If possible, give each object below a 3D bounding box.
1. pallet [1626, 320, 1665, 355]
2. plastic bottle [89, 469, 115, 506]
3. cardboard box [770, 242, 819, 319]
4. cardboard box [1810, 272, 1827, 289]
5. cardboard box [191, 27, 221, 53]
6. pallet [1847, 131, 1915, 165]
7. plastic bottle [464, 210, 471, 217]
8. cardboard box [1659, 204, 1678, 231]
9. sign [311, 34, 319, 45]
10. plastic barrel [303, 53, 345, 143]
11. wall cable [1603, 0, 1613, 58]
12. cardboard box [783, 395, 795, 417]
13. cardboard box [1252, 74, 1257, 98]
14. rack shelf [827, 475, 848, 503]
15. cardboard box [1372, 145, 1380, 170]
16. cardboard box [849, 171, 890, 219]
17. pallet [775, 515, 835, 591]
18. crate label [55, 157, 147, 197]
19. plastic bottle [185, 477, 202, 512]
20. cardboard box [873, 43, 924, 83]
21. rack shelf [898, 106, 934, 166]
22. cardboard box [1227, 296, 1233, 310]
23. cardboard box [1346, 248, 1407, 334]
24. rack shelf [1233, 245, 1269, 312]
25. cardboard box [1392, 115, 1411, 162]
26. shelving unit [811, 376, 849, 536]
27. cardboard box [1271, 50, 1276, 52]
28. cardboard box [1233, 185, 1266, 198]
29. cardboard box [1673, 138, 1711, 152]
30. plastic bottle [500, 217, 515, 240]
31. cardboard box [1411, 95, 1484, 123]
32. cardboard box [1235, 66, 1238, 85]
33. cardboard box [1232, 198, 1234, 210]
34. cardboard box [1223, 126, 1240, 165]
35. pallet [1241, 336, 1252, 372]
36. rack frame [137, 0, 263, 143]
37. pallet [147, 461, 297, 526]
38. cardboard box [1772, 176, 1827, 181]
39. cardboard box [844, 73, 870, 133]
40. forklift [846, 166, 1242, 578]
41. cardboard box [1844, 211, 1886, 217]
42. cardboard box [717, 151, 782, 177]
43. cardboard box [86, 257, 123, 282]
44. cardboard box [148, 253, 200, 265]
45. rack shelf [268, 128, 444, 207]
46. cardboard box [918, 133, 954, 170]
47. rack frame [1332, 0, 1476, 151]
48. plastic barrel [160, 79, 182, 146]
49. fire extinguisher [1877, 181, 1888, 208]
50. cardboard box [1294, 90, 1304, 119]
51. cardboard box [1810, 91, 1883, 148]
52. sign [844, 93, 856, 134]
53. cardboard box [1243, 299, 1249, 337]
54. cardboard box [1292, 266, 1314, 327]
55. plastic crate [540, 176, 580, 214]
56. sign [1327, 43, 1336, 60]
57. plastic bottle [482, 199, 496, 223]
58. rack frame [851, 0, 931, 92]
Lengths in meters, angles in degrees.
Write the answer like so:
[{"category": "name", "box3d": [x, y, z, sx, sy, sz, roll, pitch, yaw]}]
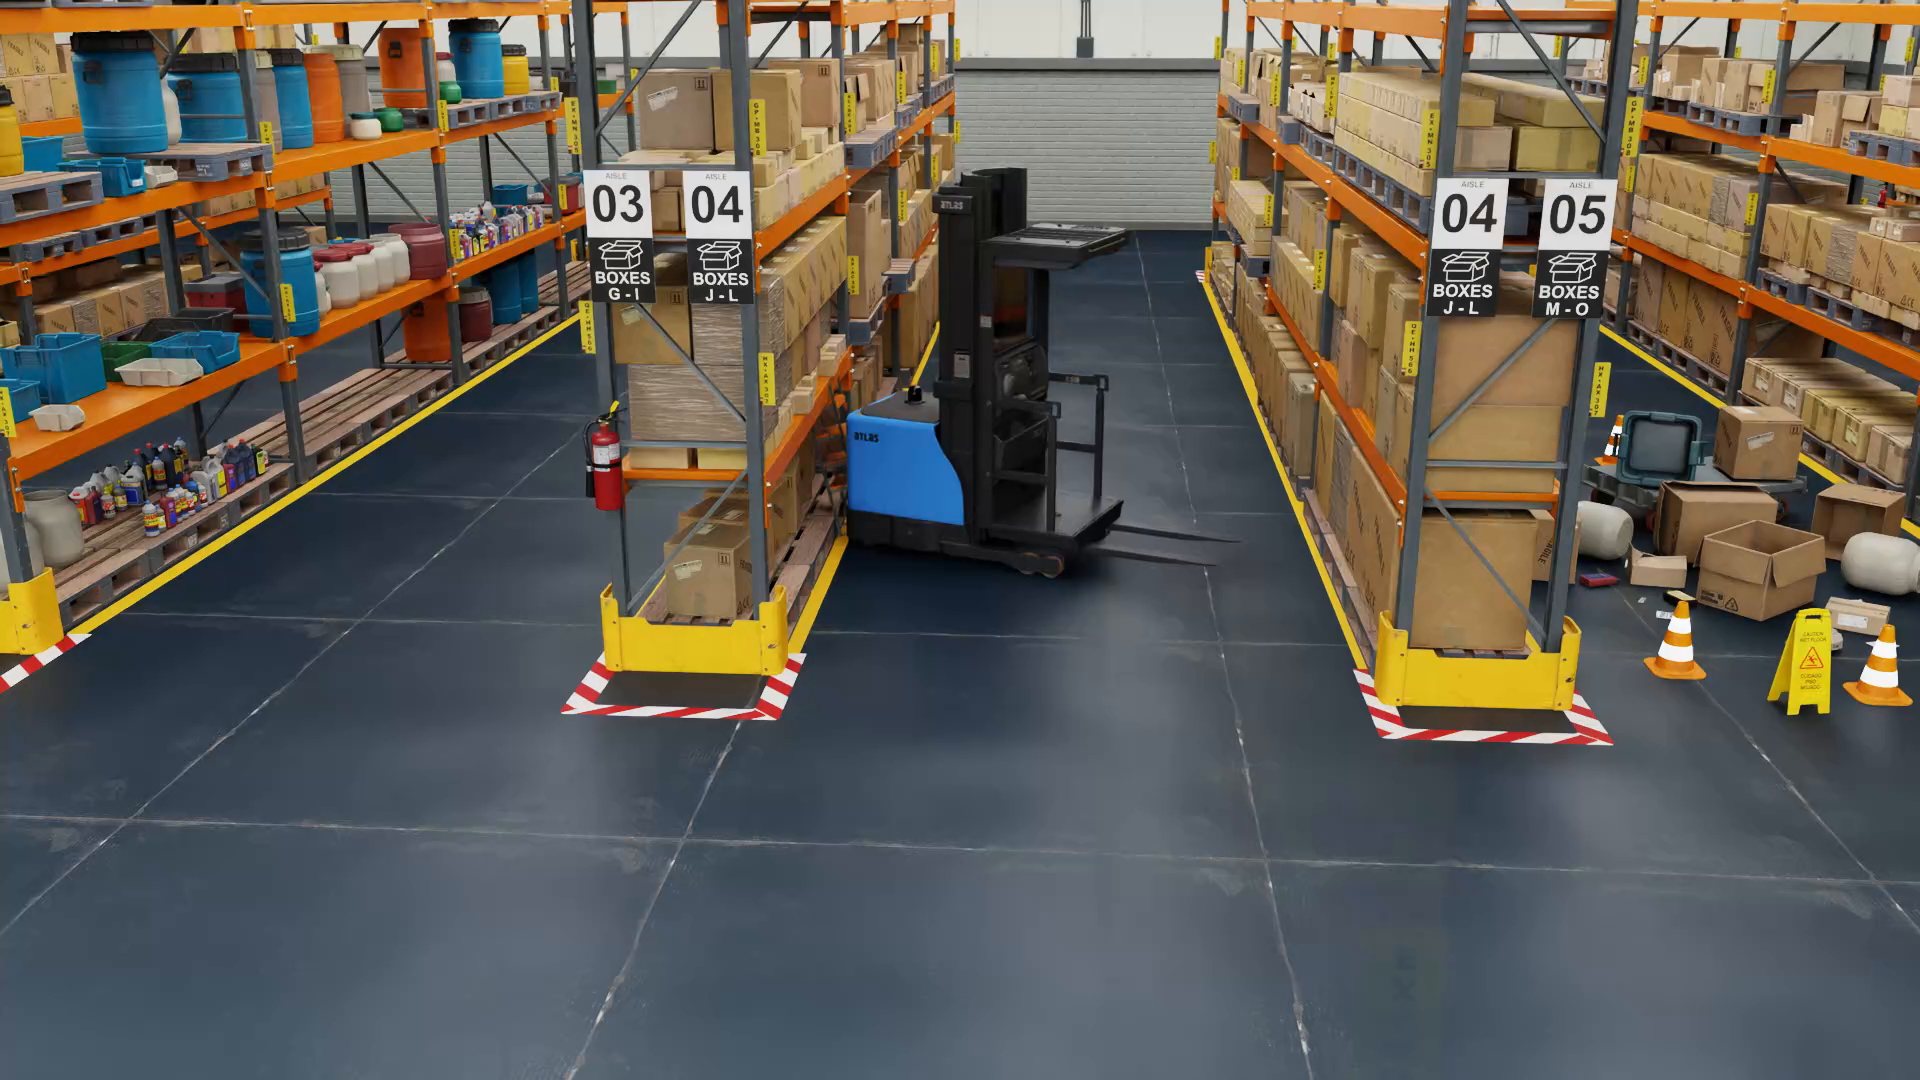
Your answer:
[{"category": "pallet", "box3d": [9.031, -2.530, 20.806, 1.003, 0.211, 1.213, 1, 18, 4]}, {"category": "plastic bottle", "box3d": [-6.916, -0.404, 13.387, 0.144, 0.351, 0.185, 2, 18, 6]}, {"category": "cardboard box", "box3d": [-1.315, -1.886, 12.116, 0.500, 0.500, 0.500, 1, 18, 4]}, {"category": "cardboard box", "box3d": [8.417, -2.505, 15.980, 0.380, 0.149, 0.250, 2, 18, 7]}, {"category": "cardboard box", "box3d": [-10.580, -6.792, 22.751, 0.700, 0.500, 0.500, 1, 18, 4]}, {"category": "pallet", "box3d": [8.660, -3.460, 14.649, 1.213, 0.211, 1.003, 1, 18, 4]}, {"category": "plastic bottle", "box3d": [-6.288, -4.083, 21.273, 0.097, 0.271, 0.097, 0, 18, 0]}, {"category": "cardboard box", "box3d": [8.627, -3.814, 19.683, 0.500, 0.250, 0.500, 2, 18, 5]}, {"category": "sign", "box3d": [-9.915, -7.610, 25.591, 0.100, 0.325, 0.005, 1, 18, 4]}, {"category": "plastic barrel", "box3d": [-6.422, -4.362, 16.412, 0.600, 0.830, 0.708, 1, 18, 4]}, {"category": "wall cable", "box3d": [12.951, -9.889, 29.091, 2.988, 3.039, 0.133, 1, 18, 4]}, {"category": "cardboard box", "box3d": [-1.392, -0.943, 11.888, 0.380, 0.149, 0.250, 1, 18, 4]}, {"category": "cardboard box", "box3d": [3.794, -5.490, 20.011, 0.500, 0.311, 0.500, 1, 18, 3]}, {"category": "rack shelf", "box3d": [-0.914, -0.432, 13.520, 0.258, 0.148, 0.480, -13, 12, 7]}, {"category": "cardboard box", "box3d": [3.002, -2.587, 11.251, 0.380, 0.149, 0.250, 2, 18, 5]}, {"category": "cardboard box", "box3d": [-1.091, -3.827, 18.512, 0.797, 0.503, 0.637, 2, 18, 6]}, {"category": "pallet", "box3d": [-1.544, 0.081, 12.836, 1.003, 0.211, 1.213, 1, 18, 4]}, {"category": "crate label", "box3d": [-6.210, -2.630, 12.055, 0.502, 0.251, 0.408, 1, 18, 4]}, {"category": "plastic bottle", "box3d": [-6.187, -0.371, 13.412, 0.097, 0.271, 0.097, 0, 18, 0]}, {"category": "cardboard box", "box3d": [-0.834, -6.449, 22.475, 0.700, 0.500, 0.500, 2, 18, 7]}, {"category": "rack shelf", "box3d": [-1.016, -4.780, 19.533, 1.077, 0.370, 4.000, 1, 18, 4]}, {"category": "cardboard box", "box3d": [3.755, -3.150, 22.123, 0.380, 0.149, 0.250, 2, 18, 5]}, {"category": "cardboard box", "box3d": [3.333, -1.824, 12.196, 0.875, 0.550, 0.550, 1, 18, 4]}, {"category": "rack shelf", "box3d": [3.923, -3.213, 19.566, 1.077, 0.370, 4.000, 1, 18, 4]}, {"category": "cardboard box", "box3d": [3.000, -2.505, 10.362, 0.500, 0.250, 0.500, 1, 18, 4]}, {"category": "shelving unit", "box3d": [-0.978, -0.684, 13.465, 0.258, 1.200, 0.503, -13, 12, 7]}, {"category": "cardboard box", "box3d": [4.500, -6.692, 23.011, 0.380, 0.149, 0.250, 2, 18, 5]}, {"category": "cardboard box", "box3d": [3.545, -4.260, 20.381, 0.380, 0.149, 0.250, 1, 18, 4]}, {"category": "cardboard box", "box3d": [9.293, -5.020, 21.118, 0.380, 0.149, 0.250, 1, 18, 3]}, {"category": "plastic bottle", "box3d": [-5.608, -3.856, 20.573, 0.152, 0.276, 0.135, 1, 18, 4]}, {"category": "cardboard box", "box3d": [2.912, -2.571, 9.922, 0.380, 0.149, 0.250, 1, 18, 4]}, {"category": "cardboard box", "box3d": [3.895, -6.078, 21.775, 0.500, 0.250, 0.500, 1, 18, 2]}, {"category": "cardboard box", "box3d": [3.545, -4.125, 20.445, 0.380, 0.149, 0.250, 2, 18, 5]}, {"category": "cardboard box", "box3d": [3.934, -5.472, 23.063, 0.500, 0.500, 0.500, 1, 18, 2]}, {"category": "pallet", "box3d": [3.928, -2.229, 19.886, 1.003, 0.211, 1.213, 1, 18, 4]}, {"category": "rack frame", "box3d": [-6.387, -4.795, 13.604, 1.000, 3.000, 0.127, 1, 18, 4]}, {"category": "pallet", "box3d": [-6.477, -0.411, 14.339, 1.003, 0.211, 1.213, 1, 18, 4]}, {"category": "cardboard box", "box3d": [9.030, -3.679, 18.067, 0.500, 0.500, 0.500, 1, 18, 4]}, {"category": "cardboard box", "box3d": [-1.247, -3.944, 14.984, 0.797, 0.503, 0.637, 2, 18, 6]}, {"category": "forklift", "box3d": [0.652, -1.293, 12.662, 3.031, 2.935, 1.130, 8, 20, 24]}, {"category": "cardboard box", "box3d": [8.943, -2.935, 16.249, 0.500, 0.500, 0.500, 1, 18, 3]}, {"category": "cardboard box", "box3d": [-1.382, -2.458, 10.889, 0.380, 0.149, 0.250, 2, 18, 6]}, {"category": "cardboard box", "box3d": [-11.103, -3.462, 21.276, 0.500, 0.250, 0.500, 1, 18, 4]}, {"category": "cardboard box", "box3d": [-10.996, -3.745, 23.342, 0.500, 0.500, 0.500, 1, 18, 4]}, {"category": "rack shelf", "box3d": [-6.243, -3.649, 16.079, 1.077, 0.370, 4.000, 1, 18, 4]}, {"category": "cardboard box", "box3d": [-0.359, -5.830, 24.955, 0.500, 0.500, 0.500, 2, 18, 5]}, {"category": "rack frame", "box3d": [3.493, -4.542, 12.833, 1.000, 3.000, 0.127, 1, 18, 4]}, {"category": "plastic barrel", "box3d": [-6.614, -3.493, 13.593, 0.421, 0.512, 0.421, 0, 18, 0]}, {"category": "fire extinguisher", "box3d": [13.799, -5.071, 24.806, 0.296, 0.674, 0.183, 1, 18, 4]}, {"category": "cardboard box", "box3d": [3.473, -4.159, 15.888, 0.500, 0.250, 0.500, 2, 18, 5]}, {"category": "cardboard box", "box3d": [8.647, -4.033, 15.937, 0.700, 0.500, 0.500, 1, 18, 4]}, {"category": "sign", "box3d": [-0.905, -3.495, 13.623, 0.100, 0.325, 0.005, 1, 18, 4]}, {"category": "cardboard box", "box3d": [3.689, -2.637, 19.992, 0.500, 0.500, 0.500, 2, 18, 5]}, {"category": "cardboard box", "box3d": [3.337, -2.221, 15.222, 0.500, 0.500, 0.500, 1, 18, 4]}, {"category": "plastic crate", "box3d": [-5.499, -4.759, 22.931, 0.402, 0.464, 0.583, 1, 18, 4]}, {"category": "sign", "box3d": [4.621, -6.023, 20.706, 0.100, 0.325, 0.005, 1, 18, 4]}, {"category": "plastic bottle", "box3d": [-6.165, -4.290, 21.779, 0.144, 0.351, 0.185, 1, 18, 4]}, {"category": "rack frame", "box3d": [-0.873, -7.169, 20.849, 1.000, 3.000, 0.127, 1, 18, 4]}]
